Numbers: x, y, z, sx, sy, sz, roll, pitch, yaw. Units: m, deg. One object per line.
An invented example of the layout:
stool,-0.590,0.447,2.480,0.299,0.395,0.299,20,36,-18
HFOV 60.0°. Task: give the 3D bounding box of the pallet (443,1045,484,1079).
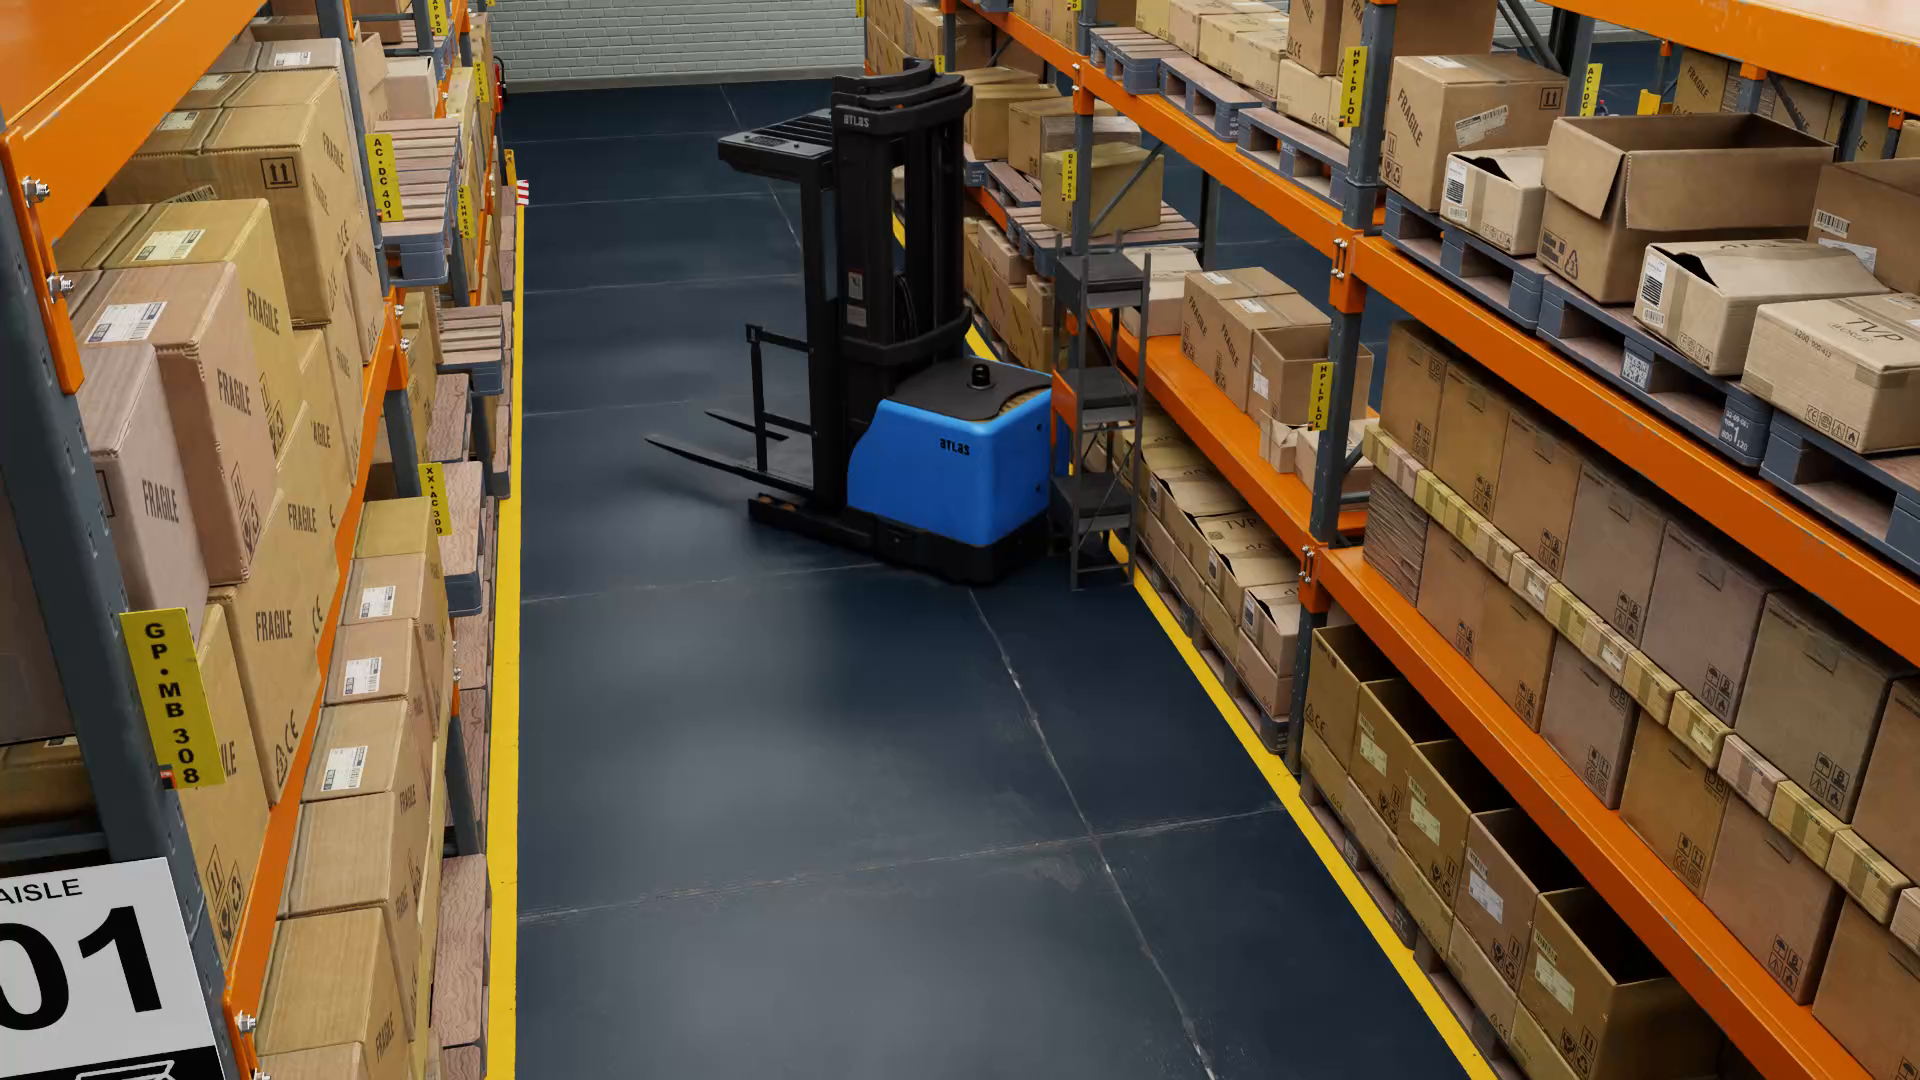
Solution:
pallet,-2.207,2.355,5.850,1.003,0.211,1.213,-6,27,-12

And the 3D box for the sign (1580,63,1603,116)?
sign,2.695,-1.885,7.164,0.100,0.325,0.005,-6,27,-12

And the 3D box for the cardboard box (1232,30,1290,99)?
cardboard box,1.783,-2.527,8.800,0.500,0.250,0.500,-8,28,-16

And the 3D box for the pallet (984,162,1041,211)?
pallet,0.810,-2.746,13.074,1.003,0.211,1.213,-6,27,-12

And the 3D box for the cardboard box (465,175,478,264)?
cardboard box,-3.541,-2.130,11.178,0.500,0.500,0.500,-5,27,-10

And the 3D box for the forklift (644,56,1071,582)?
forklift,-0.787,-1.557,10.581,3.031,2.935,1.130,18,32,31

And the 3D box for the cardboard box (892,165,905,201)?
cardboard box,-0.478,-3.753,17.419,0.500,0.250,0.500,-6,27,-12

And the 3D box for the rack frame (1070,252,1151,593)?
rack frame,0.868,-0.640,9.687,0.400,2.100,0.015,-6,27,-12

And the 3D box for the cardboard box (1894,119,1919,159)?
cardboard box,10.168,-3.699,16.641,1.225,0.875,0.875,-6,27,-11

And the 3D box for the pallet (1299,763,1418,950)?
pallet,2.293,1.376,7.790,1.003,0.211,1.213,-6,27,-12

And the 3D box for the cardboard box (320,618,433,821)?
cardboard box,-2.042,0.623,5.500,0.500,0.500,0.500,-7,28,-13

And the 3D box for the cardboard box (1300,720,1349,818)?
cardboard box,1.964,1.052,7.922,0.500,0.250,0.500,-6,27,-12

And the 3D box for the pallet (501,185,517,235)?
pallet,-5.119,-3.398,17.247,1.003,0.211,1.213,-6,27,-12

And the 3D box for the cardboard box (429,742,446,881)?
cardboard box,-2.036,0.956,5.670,0.500,0.250,0.500,-6,27,-12

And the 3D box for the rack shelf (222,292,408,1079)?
rack shelf,-2.220,0.142,4.608,1.077,0.370,4.000,-6,27,-12

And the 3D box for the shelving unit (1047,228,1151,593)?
shelving unit,0.809,-0.746,9.898,0.431,2.100,0.503,-6,27,-12

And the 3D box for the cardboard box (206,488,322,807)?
cardboard box,-1.688,0.234,3.495,0.500,0.500,0.500,-4,27,-8

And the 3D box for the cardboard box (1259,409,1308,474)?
cardboard box,1.777,-0.530,8.619,0.396,0.266,0.258,-7,28,-13

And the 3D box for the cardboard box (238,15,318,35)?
cardboard box,-3.634,-2.527,8.965,0.500,0.500,0.500,-6,27,-12

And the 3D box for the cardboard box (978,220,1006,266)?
cardboard box,0.449,-2.473,13.775,0.500,0.250,0.500,-6,27,-11

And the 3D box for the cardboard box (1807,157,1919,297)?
cardboard box,2.948,-0.857,5.057,0.500,0.500,0.500,-6,27,-12

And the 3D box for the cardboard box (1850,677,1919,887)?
cardboard box,2.951,0.681,4.522,0.700,0.500,0.500,-6,27,-11

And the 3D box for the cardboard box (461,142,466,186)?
cardboard box,-3.545,-2.456,10.992,0.500,0.250,0.500,-6,27,-12

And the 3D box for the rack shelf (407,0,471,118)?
rack shelf,-4.023,-3.370,11.566,1.077,0.370,4.000,-6,27,-12

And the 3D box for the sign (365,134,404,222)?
sign,-2.144,-1.346,6.185,0.100,0.325,0.005,-6,27,-12

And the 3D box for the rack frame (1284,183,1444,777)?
rack frame,2.154,-0.222,7.861,1.000,3.000,0.127,-6,27,-12

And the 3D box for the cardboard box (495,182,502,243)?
cardboard box,-4.766,-3.086,15.844,0.700,0.500,0.500,-5,27,-10

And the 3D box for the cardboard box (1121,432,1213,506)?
cardboard box,1.324,-0.475,10.325,0.500,0.311,0.500,-7,28,-13

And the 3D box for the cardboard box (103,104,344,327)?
cardboard box,-2.032,-0.896,4.625,0.500,0.500,0.500,-7,28,-13

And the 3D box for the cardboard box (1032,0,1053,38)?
cardboard box,1.007,-3.774,11.458,0.910,0.500,0.500,-6,27,-12

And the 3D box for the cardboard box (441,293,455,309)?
cardboard box,-3.421,-1.538,10.726,0.380,0.149,0.250,-6,27,-12

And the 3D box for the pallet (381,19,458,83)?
pallet,-3.769,-3.006,10.257,1.213,0.211,1.003,-5,27,-9

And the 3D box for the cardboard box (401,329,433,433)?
cardboard box,-3.050,-0.717,8.243,0.700,0.500,0.500,-2,27,-5

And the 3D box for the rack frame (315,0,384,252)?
rack frame,-2.671,-2.396,5.510,1.000,3.000,0.127,-6,27,-12

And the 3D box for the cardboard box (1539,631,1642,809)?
cardboard box,2.612,0.604,6.114,0.700,0.500,0.500,-5,27,-10

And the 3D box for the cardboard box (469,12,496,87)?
cardboard box,-5.251,-4.897,16.790,0.980,0.700,0.700,-5,27,-9

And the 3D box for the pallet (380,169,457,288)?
pallet,-2.706,-1.255,6.786,1.213,0.211,1.003,-6,27,-12

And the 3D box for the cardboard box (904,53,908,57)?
cardboard box,-0.247,-4.424,16.075,0.500,0.500,0.500,-5,27,-10

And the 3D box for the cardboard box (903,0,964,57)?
cardboard box,-0.246,-4.867,15.843,0.500,0.500,0.500,-6,27,-11

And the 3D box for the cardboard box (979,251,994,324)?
cardboard box,0.460,-2.124,13.916,0.500,0.500,0.500,-6,27,-11

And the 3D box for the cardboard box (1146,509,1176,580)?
cardboard box,1.437,-0.005,10.017,0.500,0.250,0.500,-5,27,-11

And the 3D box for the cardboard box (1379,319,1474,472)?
cardboard box,2.261,-0.652,7.162,0.700,0.500,0.500,-6,27,-11

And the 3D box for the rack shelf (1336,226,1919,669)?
rack shelf,2.605,-0.362,5.608,1.077,0.370,4.000,-6,27,-12

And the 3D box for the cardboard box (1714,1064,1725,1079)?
cardboard box,2.923,1.877,6.288,0.500,0.250,0.500,-6,27,-12

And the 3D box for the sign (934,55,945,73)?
sign,-0.175,-4.062,14.509,0.100,0.325,0.005,-6,27,-12

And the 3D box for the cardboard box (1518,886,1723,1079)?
cardboard box,2.405,1.596,6.012,0.500,0.500,0.500,-6,27,-12

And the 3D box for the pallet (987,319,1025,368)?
pallet,0.850,-1.599,13.685,1.003,0.211,1.213,-6,27,-12

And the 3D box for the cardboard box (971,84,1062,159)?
cardboard box,0.457,-3.440,13.660,0.700,0.500,0.500,-2,27,-3

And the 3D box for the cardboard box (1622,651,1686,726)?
cardboard box,2.491,0.483,5.634,0.380,0.149,0.250,-5,27,-10

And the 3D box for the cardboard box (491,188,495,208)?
cardboard box,-4.442,-3.098,15.148,0.380,0.149,0.250,-5,27,-10

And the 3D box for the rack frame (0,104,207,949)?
rack frame,-1.770,-0.640,2.031,1.000,3.000,0.127,-6,27,-12

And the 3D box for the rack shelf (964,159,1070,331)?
rack shelf,0.802,-2.535,13.242,1.077,0.370,4.000,-6,27,-12

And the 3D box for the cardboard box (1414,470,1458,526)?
cardboard box,2.143,-0.195,6.977,0.380,0.149,0.250,-7,28,-13
